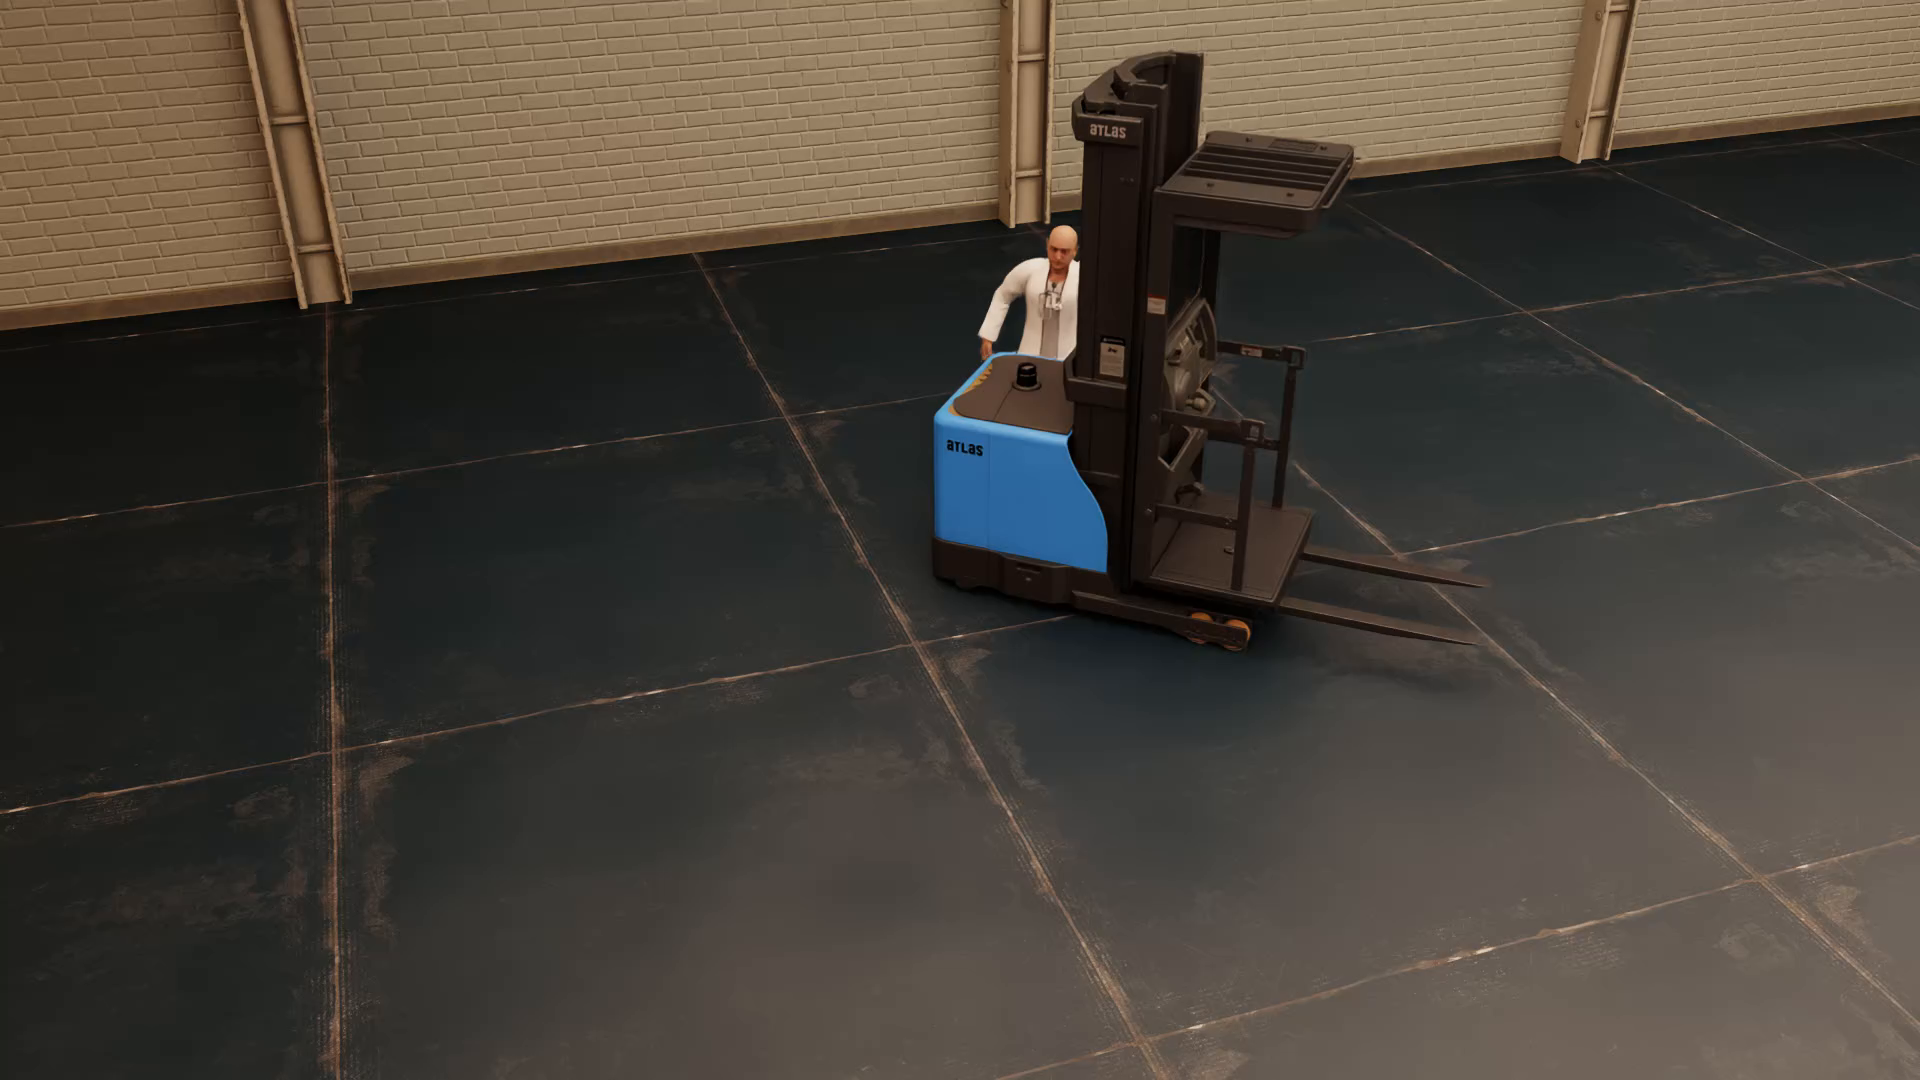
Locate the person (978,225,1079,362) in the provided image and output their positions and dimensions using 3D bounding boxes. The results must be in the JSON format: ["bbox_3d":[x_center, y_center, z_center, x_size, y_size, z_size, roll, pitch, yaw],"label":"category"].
[{"bbox_3d":[0.558,-1.053,10.160,0.970,1.732,0.609,8,31,14],"label":"person"}]

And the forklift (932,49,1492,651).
[{"bbox_3d":[1.409,-0.972,8.777,3.031,2.935,1.130,11,32,19],"label":"forklift"}]
